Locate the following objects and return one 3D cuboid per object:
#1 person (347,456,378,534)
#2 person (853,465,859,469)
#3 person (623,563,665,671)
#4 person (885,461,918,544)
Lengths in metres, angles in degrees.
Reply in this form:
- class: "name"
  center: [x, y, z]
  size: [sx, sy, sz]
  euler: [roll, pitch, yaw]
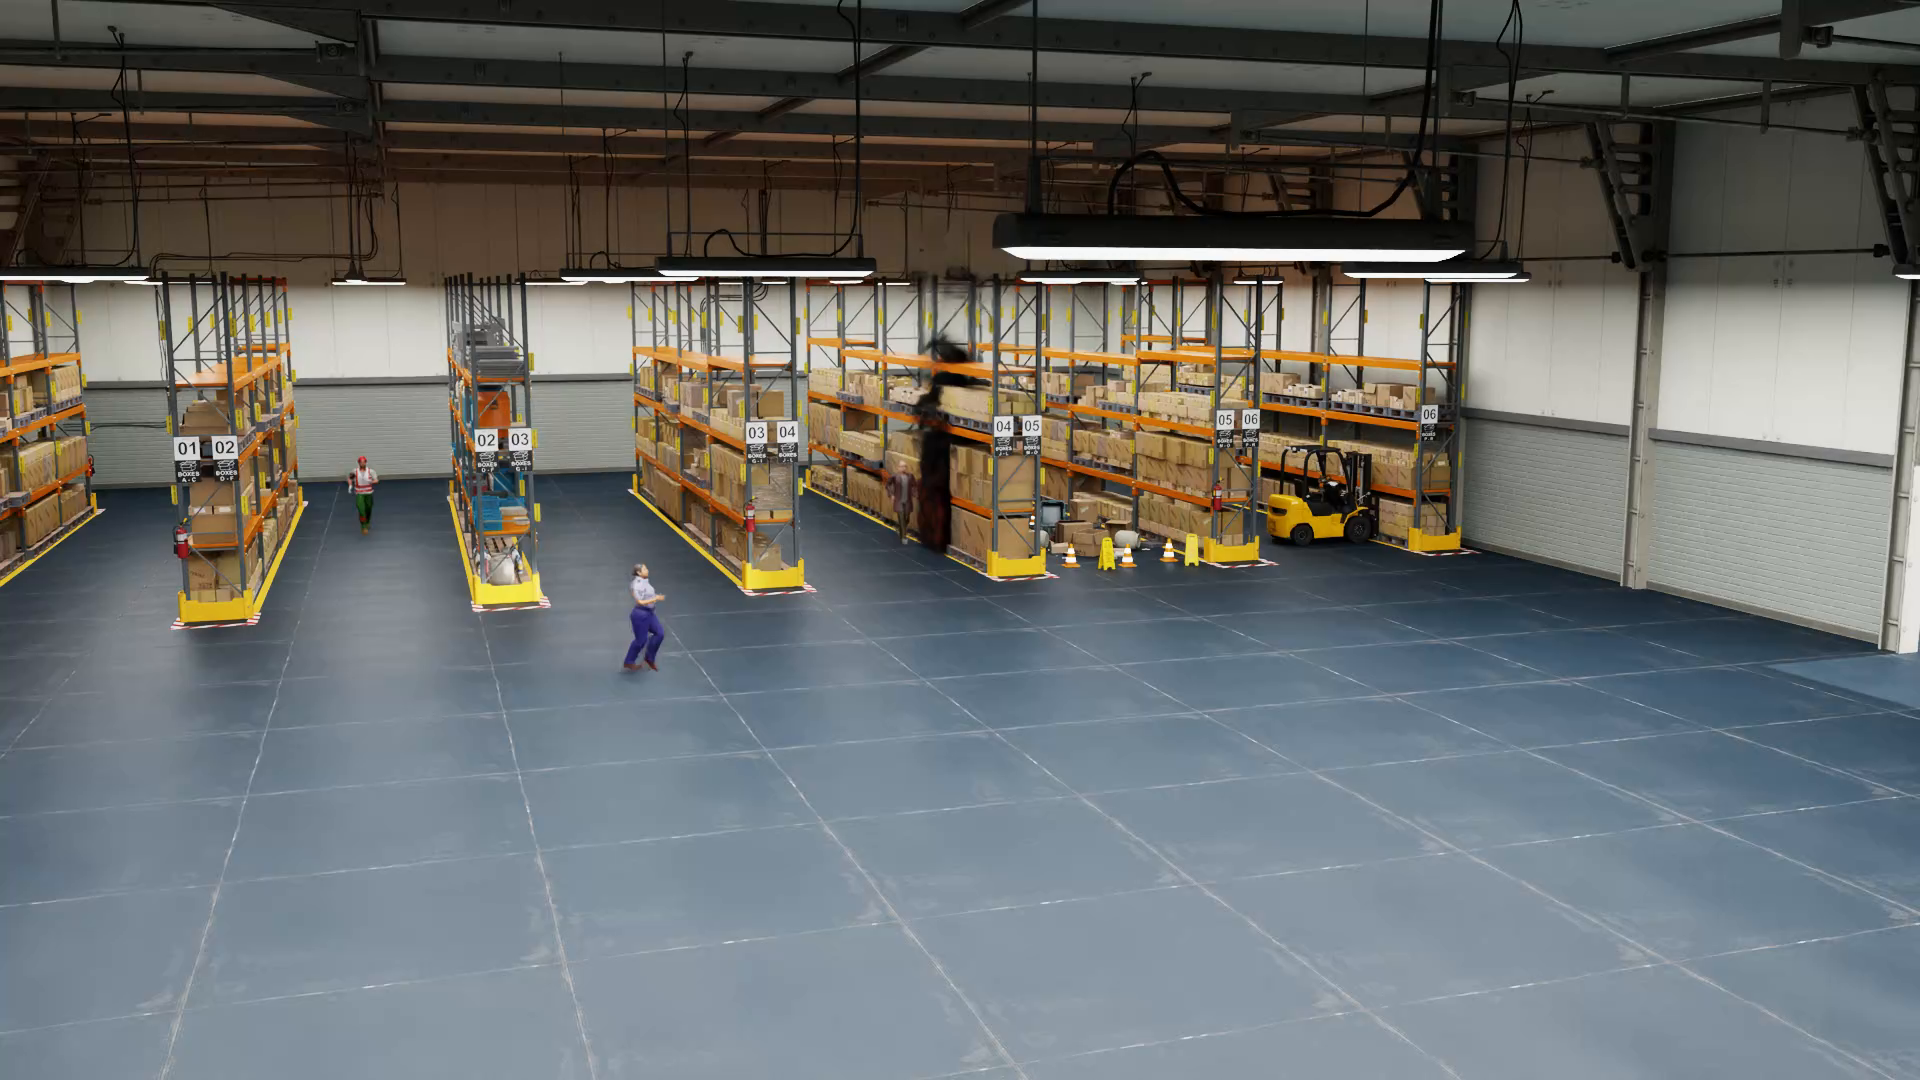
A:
- class: "person"
  center: [-14.004, -1.079, 39.075]
  size: [0.660, 1.782, 0.991]
  euler: [-4, 10, -27]
- class: "person"
  center: [-2.989, -2.525, 49.605]
  size: [0.613, 1.586, 0.606]
  euler: [8, 12, 42]
- class: "person"
  center: [-4.733, 1.176, 24.959]
  size: [0.673, 1.690, 0.582]
  euler: [0, 9, 3]
- class: "person"
  center: [-1.260, -0.825, 35.869]
  size: [0.693, 1.767, 0.790]
  euler: [-3, 9, -19]
